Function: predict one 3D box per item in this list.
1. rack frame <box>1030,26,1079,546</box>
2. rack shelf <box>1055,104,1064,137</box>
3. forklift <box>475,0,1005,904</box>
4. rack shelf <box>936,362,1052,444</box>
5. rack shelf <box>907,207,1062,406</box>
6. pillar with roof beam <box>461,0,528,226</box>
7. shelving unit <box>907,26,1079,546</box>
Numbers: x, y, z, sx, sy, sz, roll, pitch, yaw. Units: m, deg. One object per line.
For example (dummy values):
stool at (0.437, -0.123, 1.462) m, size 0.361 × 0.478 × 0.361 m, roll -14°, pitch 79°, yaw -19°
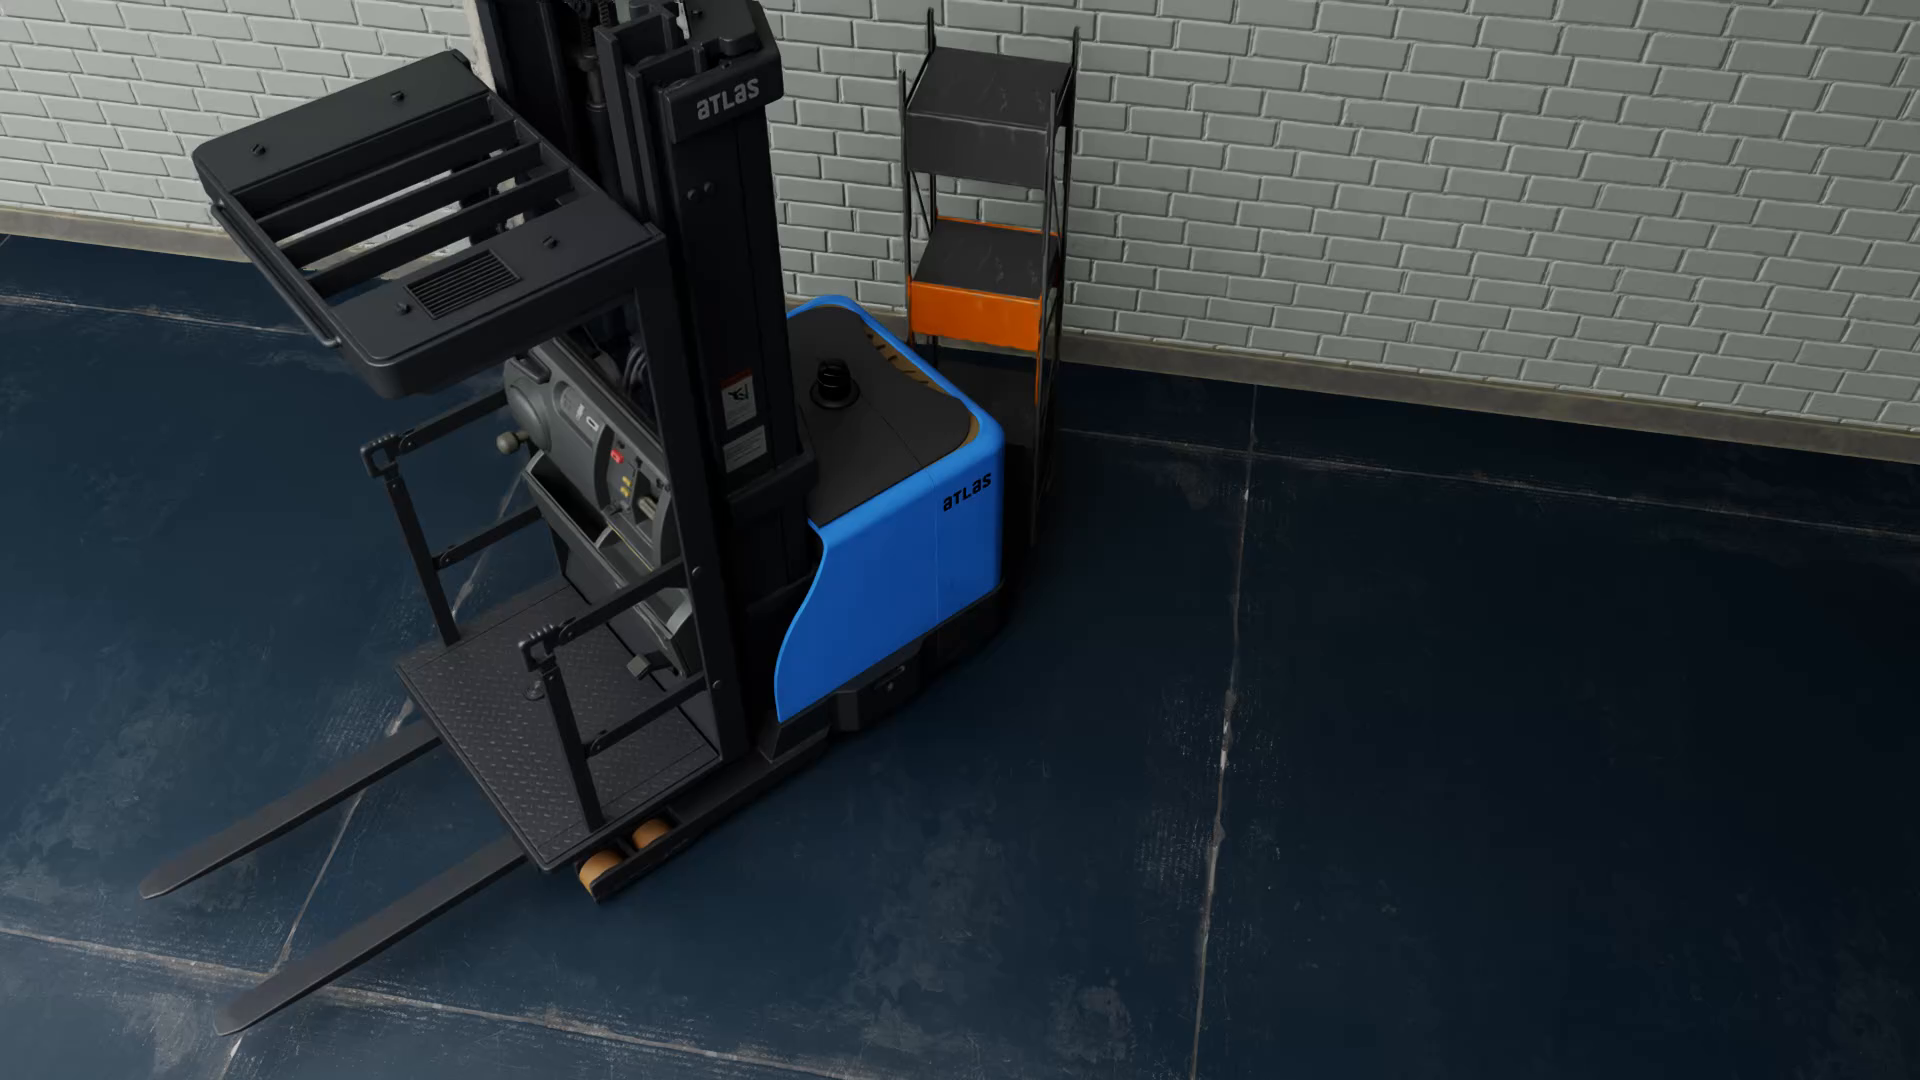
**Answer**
rack frame at (0.335, -0.822, 6.049) m, size 0.015 × 2.100 × 0.400 m, roll 10°, pitch 49°, yaw 9°
rack shelf at (0.097, -1.390, 5.502) m, size 0.442 × 0.100 × 0.332 m, roll 10°, pitch 49°, yaw 9°
forklift at (-1.293, -0.220, 4.950) m, size 3.031 × 2.935 × 1.130 m, roll -31°, pitch 55°, yaw -25°
rack shelf at (0.097, -0.478, 6.516) m, size 0.457 × 0.174 × 0.368 m, roll 10°, pitch 49°, yaw 9°
rack shelf at (0.097, -0.855, 6.097) m, size 0.480 × 0.518 × 0.431 m, roll 10°, pitch 49°, yaw 9°
pillar with roof beam at (-2.431, -0.854, 1.439) m, size 0.400 × 9.000 × 9.100 m, roll 8°, pitch 49°, yaw 7°
shelving unit at (0.103, -0.863, 6.086) m, size 0.492 × 2.100 × 0.431 m, roll 10°, pitch 49°, yaw 9°
